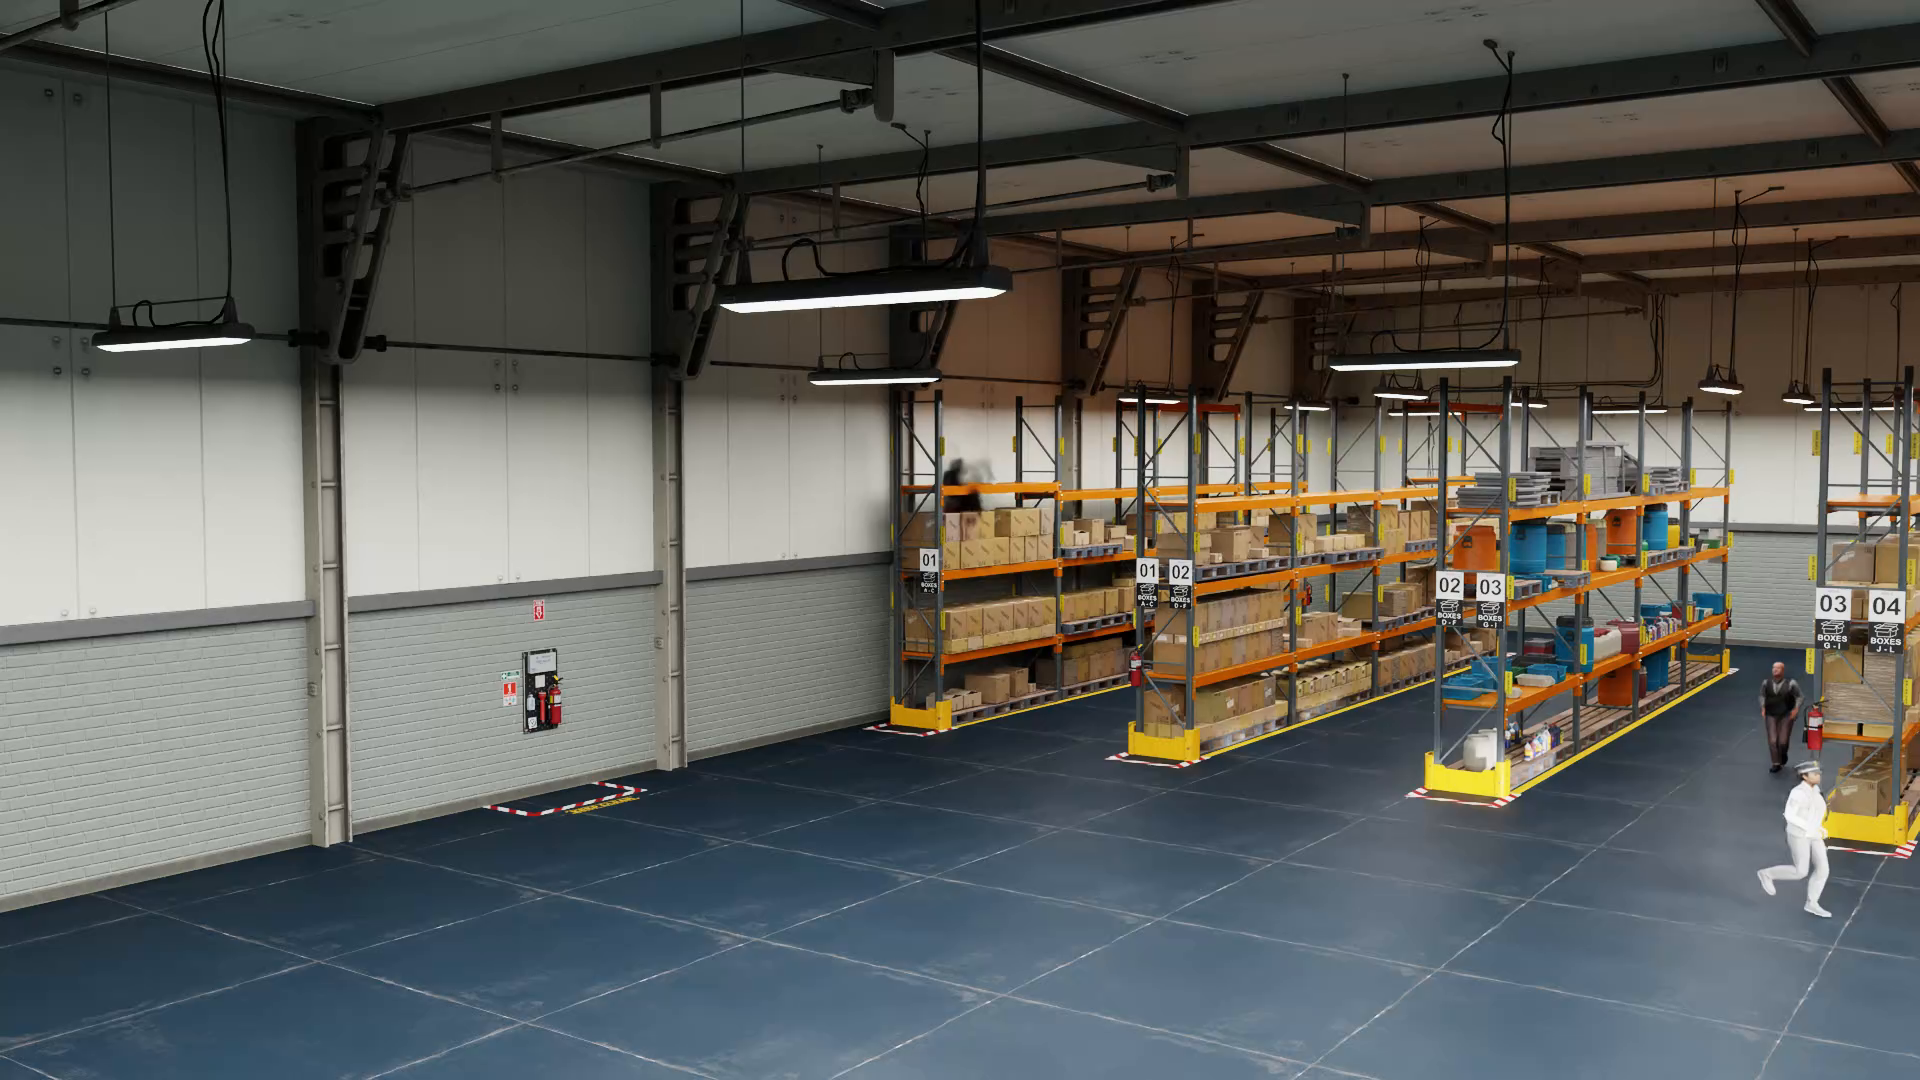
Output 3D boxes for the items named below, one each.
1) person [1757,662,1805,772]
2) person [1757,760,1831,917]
[{"bbox_3d":[12.628,2.725,25.626,0.663,1.690,0.540,3,4,38],"label":"person"},{"bbox_3d":[9.034,3.174,17.919,0.607,1.651,0.769,-2,4,-33],"label":"person"}]
